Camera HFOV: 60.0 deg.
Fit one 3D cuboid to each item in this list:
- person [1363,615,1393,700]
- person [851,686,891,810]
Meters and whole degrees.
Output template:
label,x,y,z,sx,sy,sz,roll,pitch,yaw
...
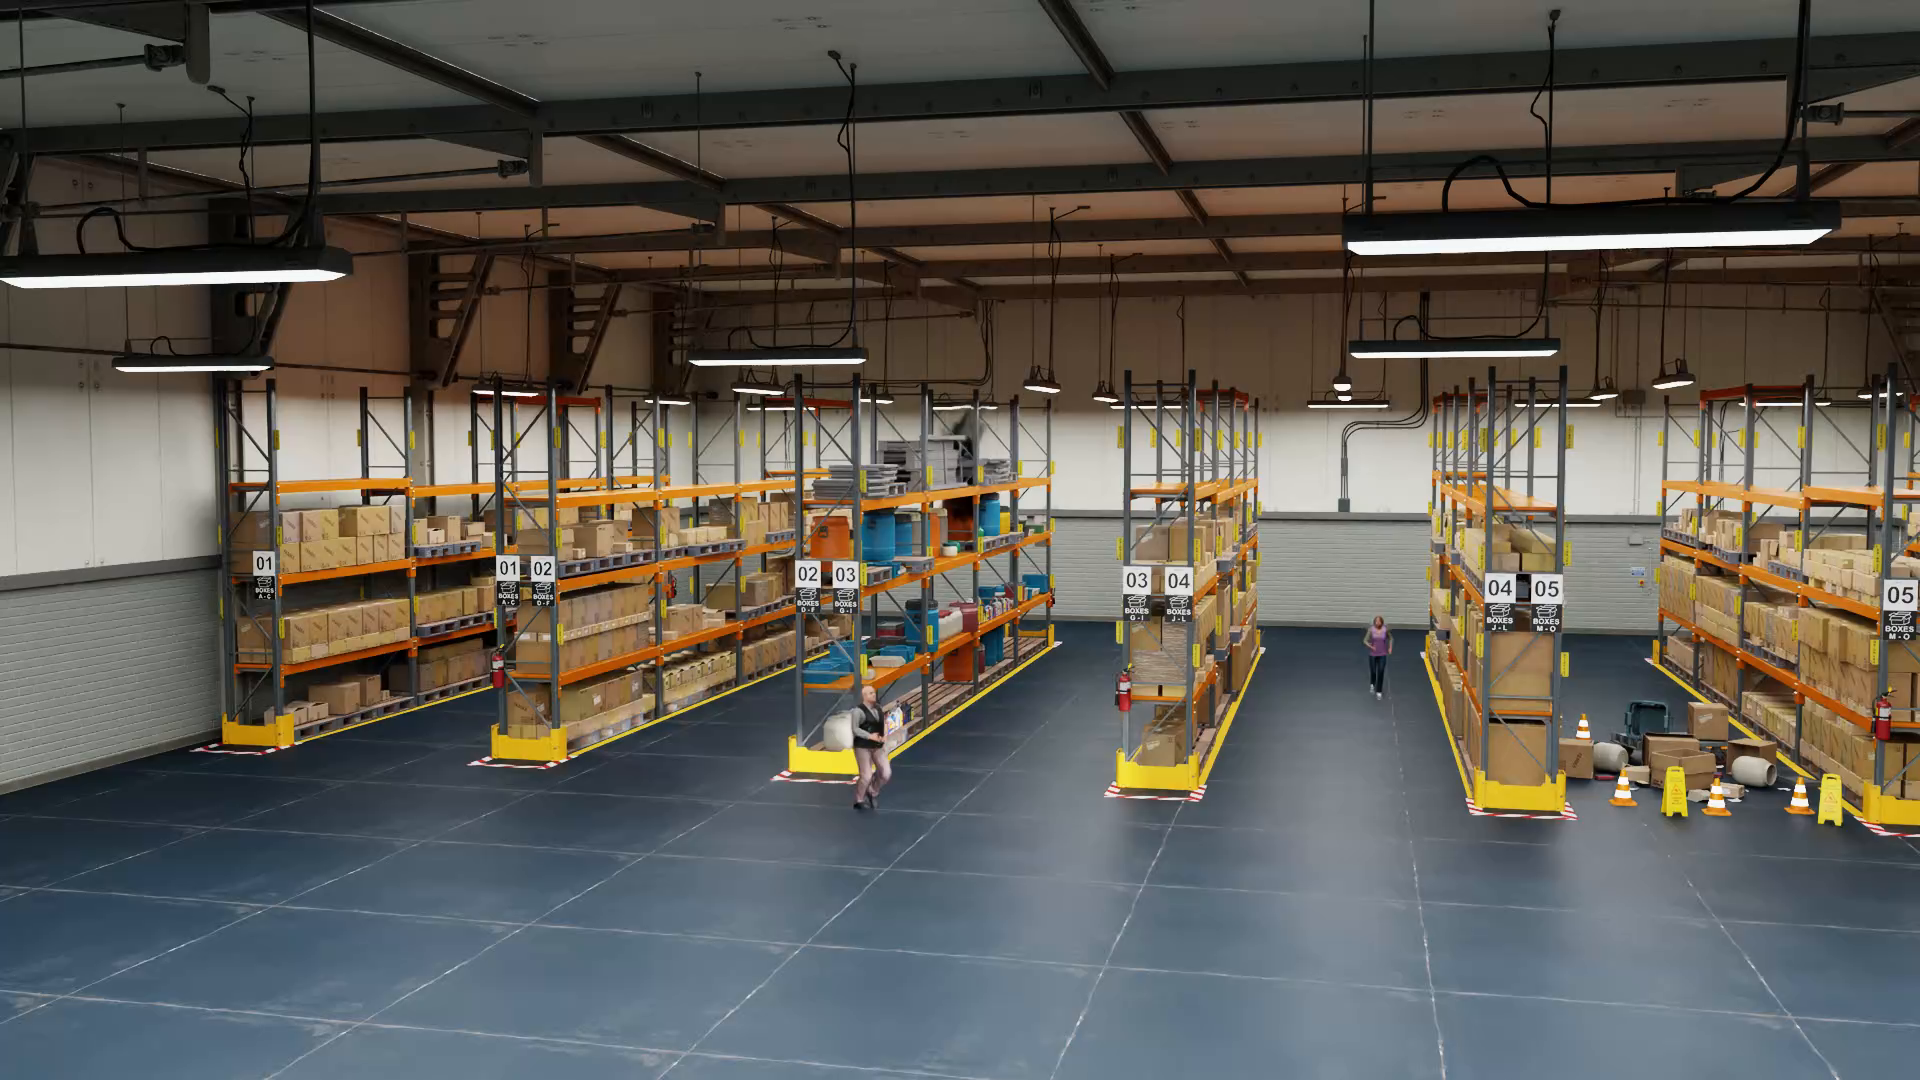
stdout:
label,x,y,z,sx,sy,sz,roll,pitch,yaw
person,8.143,2.264,32.384,0.565,1.613,0.770,1,3,11
person,-1.175,2.811,22.364,0.690,1.710,0.653,-3,5,-44
